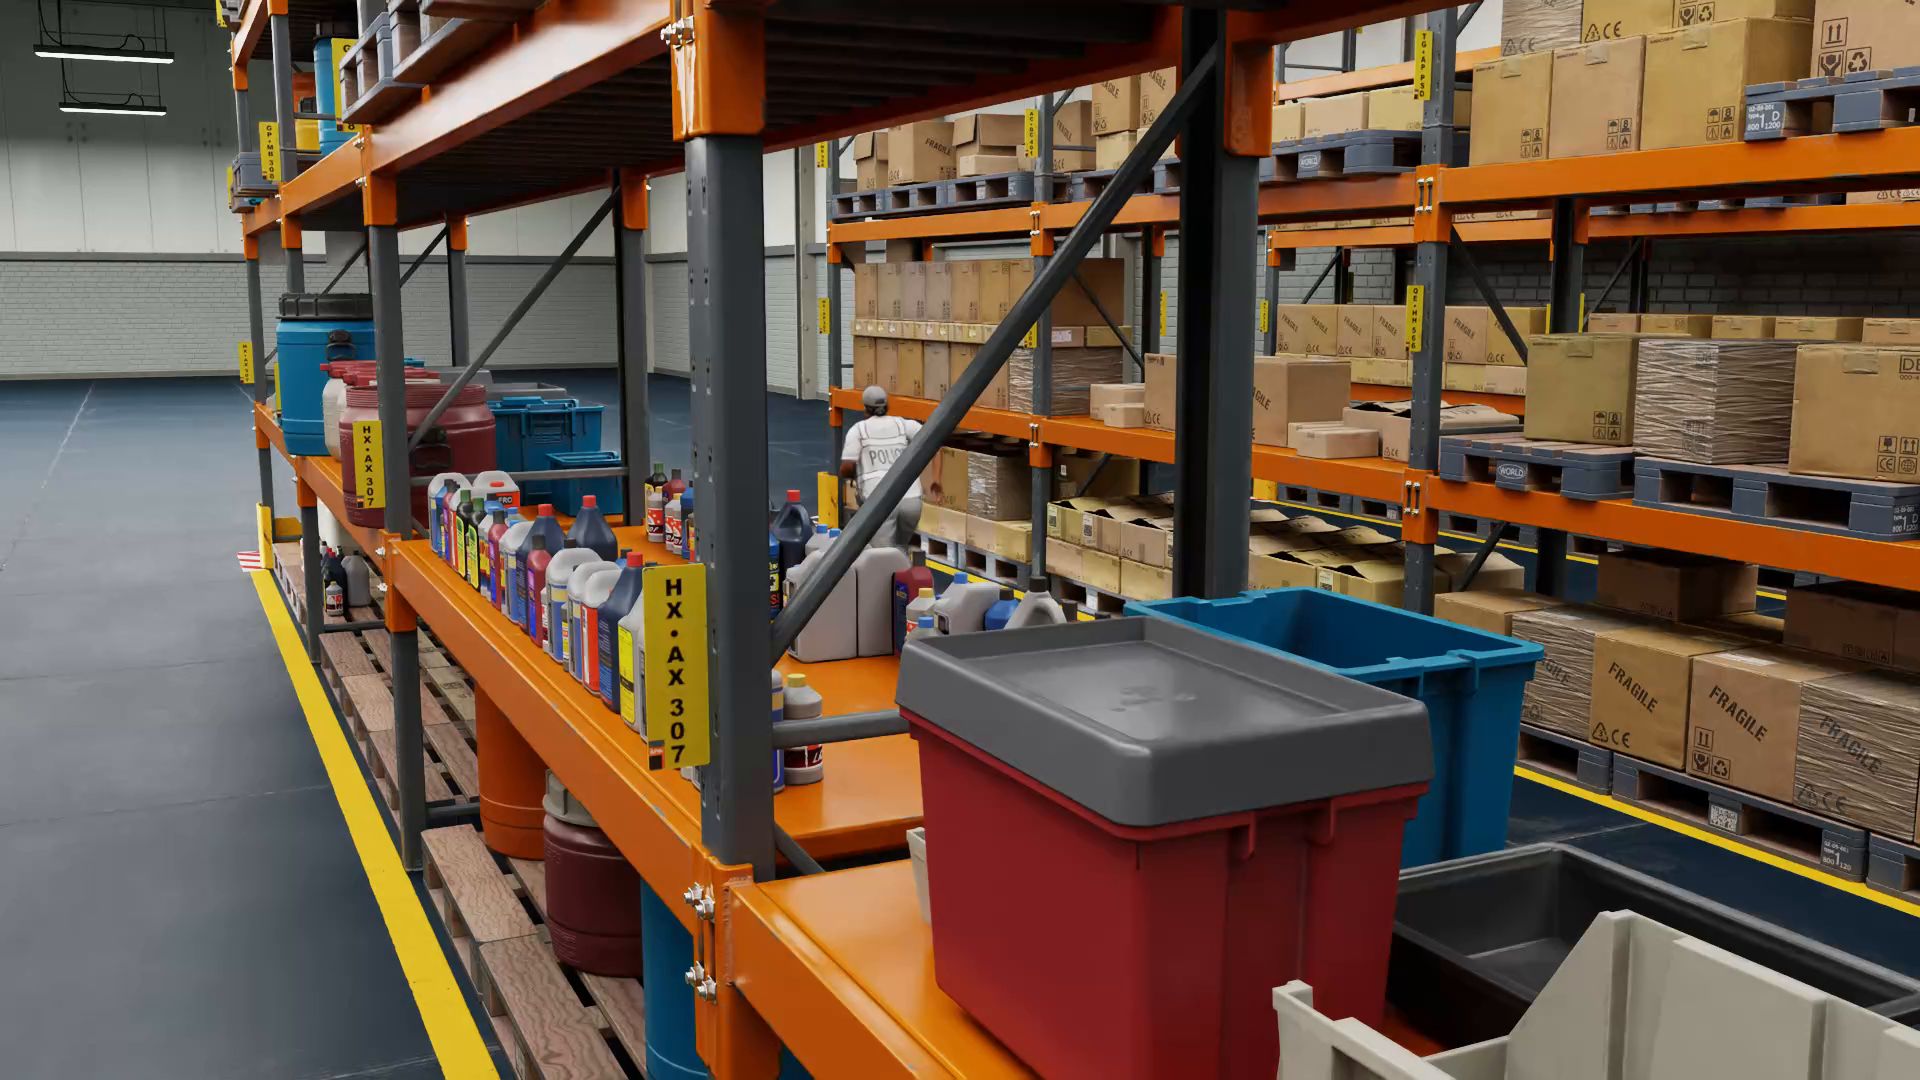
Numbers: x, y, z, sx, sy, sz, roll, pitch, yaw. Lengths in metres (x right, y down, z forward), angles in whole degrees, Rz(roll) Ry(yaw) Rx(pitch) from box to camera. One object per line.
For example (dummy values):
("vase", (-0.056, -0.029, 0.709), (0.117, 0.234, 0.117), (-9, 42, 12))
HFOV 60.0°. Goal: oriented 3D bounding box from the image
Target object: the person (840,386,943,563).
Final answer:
("person", (-0.465, -0.225, 11.003), (0.601, 1.568, 0.901), (-5, 10, -30))
